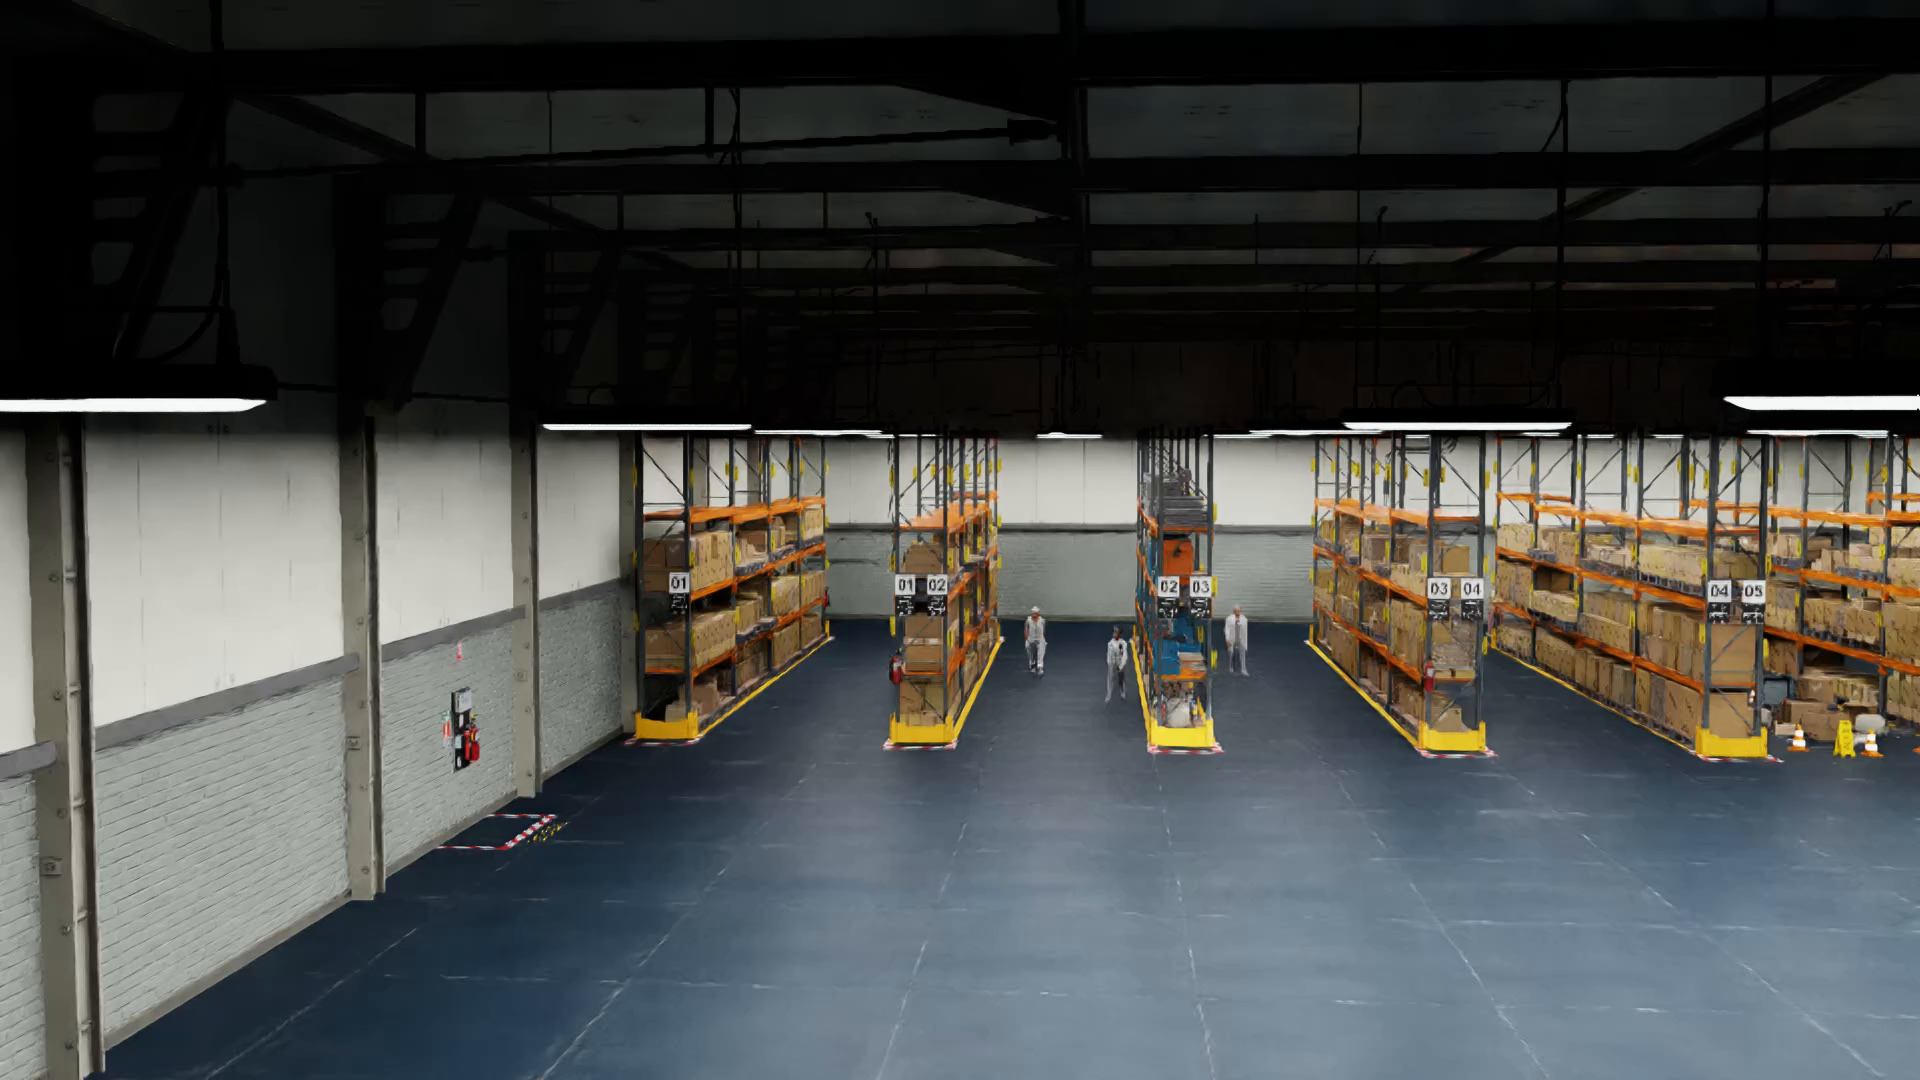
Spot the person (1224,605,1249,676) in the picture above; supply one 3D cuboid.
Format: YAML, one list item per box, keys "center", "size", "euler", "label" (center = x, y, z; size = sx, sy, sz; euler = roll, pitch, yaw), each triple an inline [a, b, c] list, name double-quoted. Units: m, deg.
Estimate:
- center: [6.723, 2.421, 40.403]
  size: [0.601, 1.694, 1.187]
  euler: [0, 3, 3]
  label: "person"

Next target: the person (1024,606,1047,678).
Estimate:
- center: [1.821, 2.435, 40.170]
  size: [0.556, 1.703, 1.116]
  euler: [0, 3, 3]
  label: "person"

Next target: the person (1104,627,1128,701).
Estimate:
- center: [3.454, 2.703, 36.493]
  size: [0.483, 1.614, 0.998]
  euler: [1, 4, 15]
  label: "person"

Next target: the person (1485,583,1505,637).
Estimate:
- center: [15.646, 1.998, 48.491]
  size: [0.482, 1.621, 0.946]
  euler: [2, 4, 28]
  label: "person"
